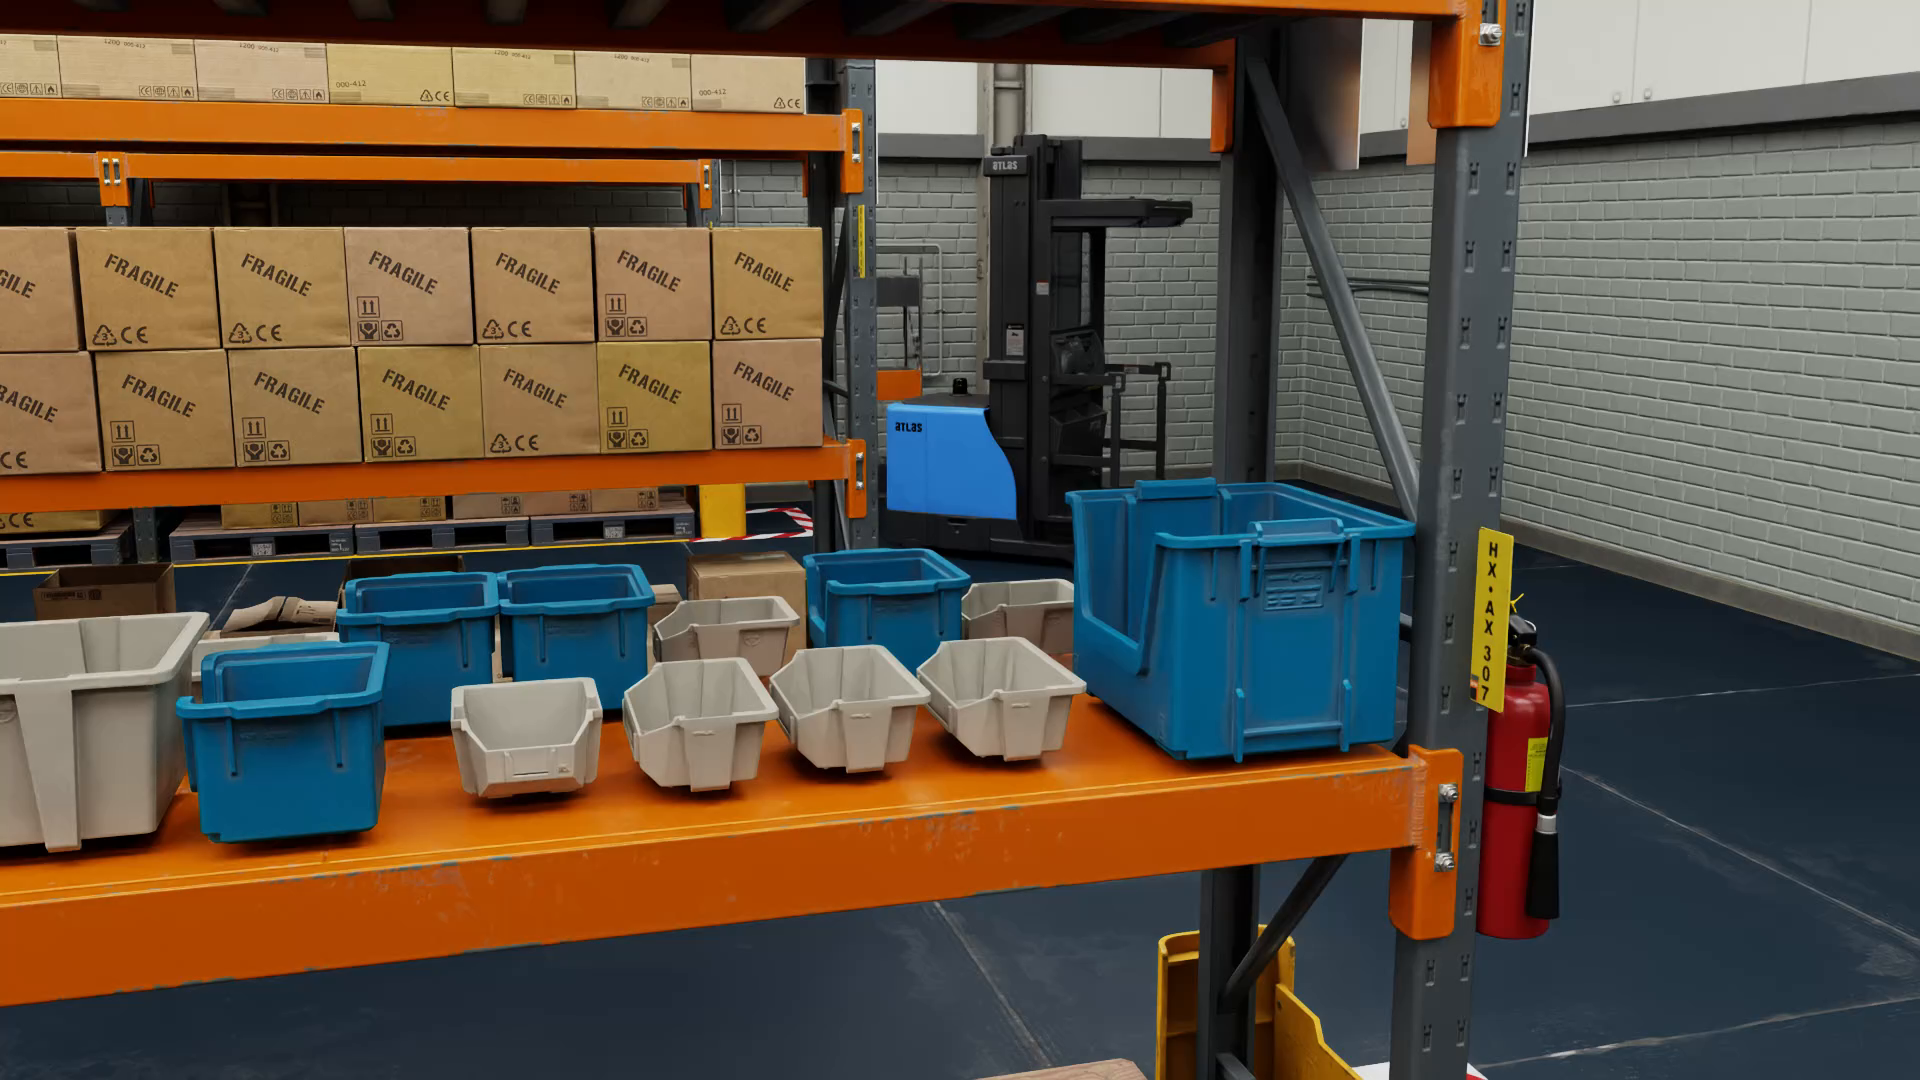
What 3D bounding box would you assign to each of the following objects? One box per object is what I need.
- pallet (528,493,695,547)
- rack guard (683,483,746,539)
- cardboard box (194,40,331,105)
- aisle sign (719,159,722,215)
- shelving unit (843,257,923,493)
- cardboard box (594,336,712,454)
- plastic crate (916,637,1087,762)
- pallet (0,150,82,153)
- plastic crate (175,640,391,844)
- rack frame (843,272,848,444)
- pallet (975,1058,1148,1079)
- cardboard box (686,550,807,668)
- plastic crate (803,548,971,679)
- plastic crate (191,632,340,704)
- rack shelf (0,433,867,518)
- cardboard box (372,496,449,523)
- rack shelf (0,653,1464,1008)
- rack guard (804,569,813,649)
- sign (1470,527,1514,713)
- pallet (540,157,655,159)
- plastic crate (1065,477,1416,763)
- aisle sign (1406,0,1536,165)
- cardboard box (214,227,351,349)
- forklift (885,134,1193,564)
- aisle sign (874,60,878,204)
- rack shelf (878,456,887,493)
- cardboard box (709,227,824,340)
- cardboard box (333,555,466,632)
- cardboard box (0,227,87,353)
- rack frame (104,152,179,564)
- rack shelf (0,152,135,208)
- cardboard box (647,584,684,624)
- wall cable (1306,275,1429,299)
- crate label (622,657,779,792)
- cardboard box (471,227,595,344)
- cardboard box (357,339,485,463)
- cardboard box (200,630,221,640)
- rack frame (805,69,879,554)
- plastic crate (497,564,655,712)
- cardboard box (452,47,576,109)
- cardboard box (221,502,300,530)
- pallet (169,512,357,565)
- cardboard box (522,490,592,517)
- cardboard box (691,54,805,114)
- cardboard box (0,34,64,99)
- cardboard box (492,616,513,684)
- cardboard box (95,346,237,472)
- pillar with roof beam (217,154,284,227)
[{"bbox_3d":[-2.718,-0.167,12.869,1.213,0.211,1.003,-3,11,-16],"label":"pallet"},{"bbox_3d":[-1.949,-0.364,13.143,0.348,0.500,1.175,-3,11,-16],"label":"rack guard"},{"bbox_3d":[-2.927,-1.961,7.046,0.500,0.250,0.500,-3,11,-16],"label":"cardboard box"},{"bbox_3d":[-1.819,-2.822,12.411,0.004,0.787,0.394,-3,11,-16],"label":"aisle sign"},{"bbox_3d":[-0.586,-1.099,12.716,0.503,2.100,0.431,-4,11,-20],"label":"shelving unit"},{"bbox_3d":[-1.435,-0.684,7.698,0.500,0.500,0.500,-3,11,-15],"label":"cardboard box"},{"bbox_3d":[0.065,0.303,3.179,0.243,0.136,0.396,-3,11,-16],"label":"plastic crate"},{"bbox_3d":[-6.679,-2.716,11.258,1.217,0.209,0.805,-3,11,-18],"label":"pallet"},{"bbox_3d":[-1.103,0.331,2.758,0.300,0.233,0.416,-3,11,-16],"label":"plastic crate"},{"bbox_3d":[-0.815,-1.084,12.634,0.015,2.100,0.400,-4,11,-20],"label":"rack frame"},{"bbox_3d":[-0.006,1.536,3.618,1.213,0.211,1.003,-3,11,-16],"label":"pallet"},{"bbox_3d":[-1.037,0.352,8.038,0.500,0.500,0.500,-3,11,-16],"label":"cardboard box"},{"bbox_3d":[-0.164,0.171,3.627,0.300,0.233,0.416,-3,11,-16],"label":"plastic crate"},{"bbox_3d":[-1.456,0.292,3.237,0.466,0.136,0.293,-3,11,-16],"label":"plastic crate"},{"bbox_3d":[-2.504,-0.276,7.749,4.000,0.370,1.077,-3,11,-16],"label":"rack shelf"},{"bbox_3d":[-4.089,-0.437,12.382,0.500,0.500,0.700,-3,11,-15],"label":"cardboard box"},{"bbox_3d":[-1.123,0.585,3.071,4.000,0.370,1.077,-3,11,-16],"label":"rack shelf"},{"bbox_3d":[-0.657,0.502,8.439,0.348,0.500,1.175,-3,11,-16],"label":"rack guard"},{"bbox_3d":[0.966,0.145,3.025,0.005,0.325,0.100,-3,11,-16],"label":"sign"},{"bbox_3d":[-2.681,-2.984,12.433,1.213,0.211,1.003,-3,11,-16],"label":"pallet"},{"bbox_3d":[0.528,0.133,3.278,0.499,0.435,0.616,-3,11,-16],"label":"plastic crate"},{"bbox_3d":[0.948,-1.101,3.063,0.004,0.787,0.394,-3,11,-16],"label":"aisle sign"},{"bbox_3d":[-2.904,-1.097,7.181,0.500,0.500,0.500,-3,11,-18],"label":"cardboard box"},{"bbox_3d":[1.015,-1.327,11.662,3.031,2.935,1.130,5,11,24],"label":"forklift"},{"bbox_3d":[-0.433,-1.960,7.728,0.004,0.787,0.394,-3,11,-16],"label":"aisle sign"},{"bbox_3d":[-0.586,-0.397,12.845,0.480,0.518,0.431,-4,11,-20],"label":"rack shelf"},{"bbox_3d":[-0.934,-1.202,7.752,0.500,0.500,0.500,-3,11,-16],"label":"cardboard box"},{"bbox_3d":[-2.622,0.387,7.842,0.637,0.503,0.797,-3,11,-16],"label":"cardboard box"},{"bbox_3d":[-3.893,-1.045,6.898,0.500,0.500,0.500,-3,11,-14],"label":"cardboard box"},{"bbox_3d":[-5.813,-1.390,11.811,0.127,3.000,1.000,-3,11,-16],"label":"rack frame"},{"bbox_3d":[-7.733,-2.410,11.054,4.000,0.370,1.077,-3,11,-16],"label":"rack shelf"},{"bbox_3d":[-1.665,0.408,8.424,0.500,0.250,0.500,-3,11,-16],"label":"cardboard box"},{"bbox_3d":[3.558,-3.240,13.865,0.112,2.526,3.097,-3,11,-16],"label":"wall cable"},{"bbox_3d":[-0.478,0.333,3.013,0.243,0.136,0.396,-3,11,-16],"label":"crate label"},{"bbox_3d":[-1.916,-1.149,7.465,0.500,0.500,0.500,-3,11,-14],"label":"cardboard box"},{"bbox_3d":[-2.399,-0.634,7.428,0.500,0.500,0.500,-3,11,-17],"label":"cardboard box"},{"bbox_3d":[-3.613,0.549,7.937,0.250,0.149,0.380,-3,11,-16],"label":"cardboard box"},{"bbox_3d":[-0.584,-0.731,8.234,0.127,3.000,1.000,-3,11,-16],"label":"rack frame"},{"bbox_3d":[-0.796,0.205,3.446,0.300,0.233,0.416,-3,11,-16],"label":"plastic crate"},{"bbox_3d":[-1.963,-2.010,7.309,0.500,0.250,0.500,-3,11,-16],"label":"cardboard box"},{"bbox_3d":[-5.066,-0.387,12.108,0.500,0.500,0.700,-3,11,-15],"label":"cardboard box"},{"bbox_3d":[-5.061,-0.043,12.198,1.213,0.211,1.003,-3,11,-16],"label":"pallet"},{"bbox_3d":[-3.097,-0.491,12.674,0.500,0.500,0.700,-3,11,-16],"label":"cardboard box"},{"bbox_3d":[-1.003,-2.061,7.585,0.500,0.250,0.500,-3,11,-16],"label":"cardboard box"},{"bbox_3d":[-3.888,-1.912,6.776,0.500,0.250,0.500,-3,11,-16],"label":"cardboard box"},{"bbox_3d":[-1.958,0.518,7.828,0.500,0.250,0.500,-3,11,-16],"label":"cardboard box"},{"bbox_3d":[-3.368,-0.583,7.152,0.500,0.500,0.500,-3,11,-15],"label":"cardboard box"},{"bbox_3d":[-4.179,-3.778,8.212,0.400,9.000,9.100,-3,11,-16],"label":"pillar with roof beam"}]
